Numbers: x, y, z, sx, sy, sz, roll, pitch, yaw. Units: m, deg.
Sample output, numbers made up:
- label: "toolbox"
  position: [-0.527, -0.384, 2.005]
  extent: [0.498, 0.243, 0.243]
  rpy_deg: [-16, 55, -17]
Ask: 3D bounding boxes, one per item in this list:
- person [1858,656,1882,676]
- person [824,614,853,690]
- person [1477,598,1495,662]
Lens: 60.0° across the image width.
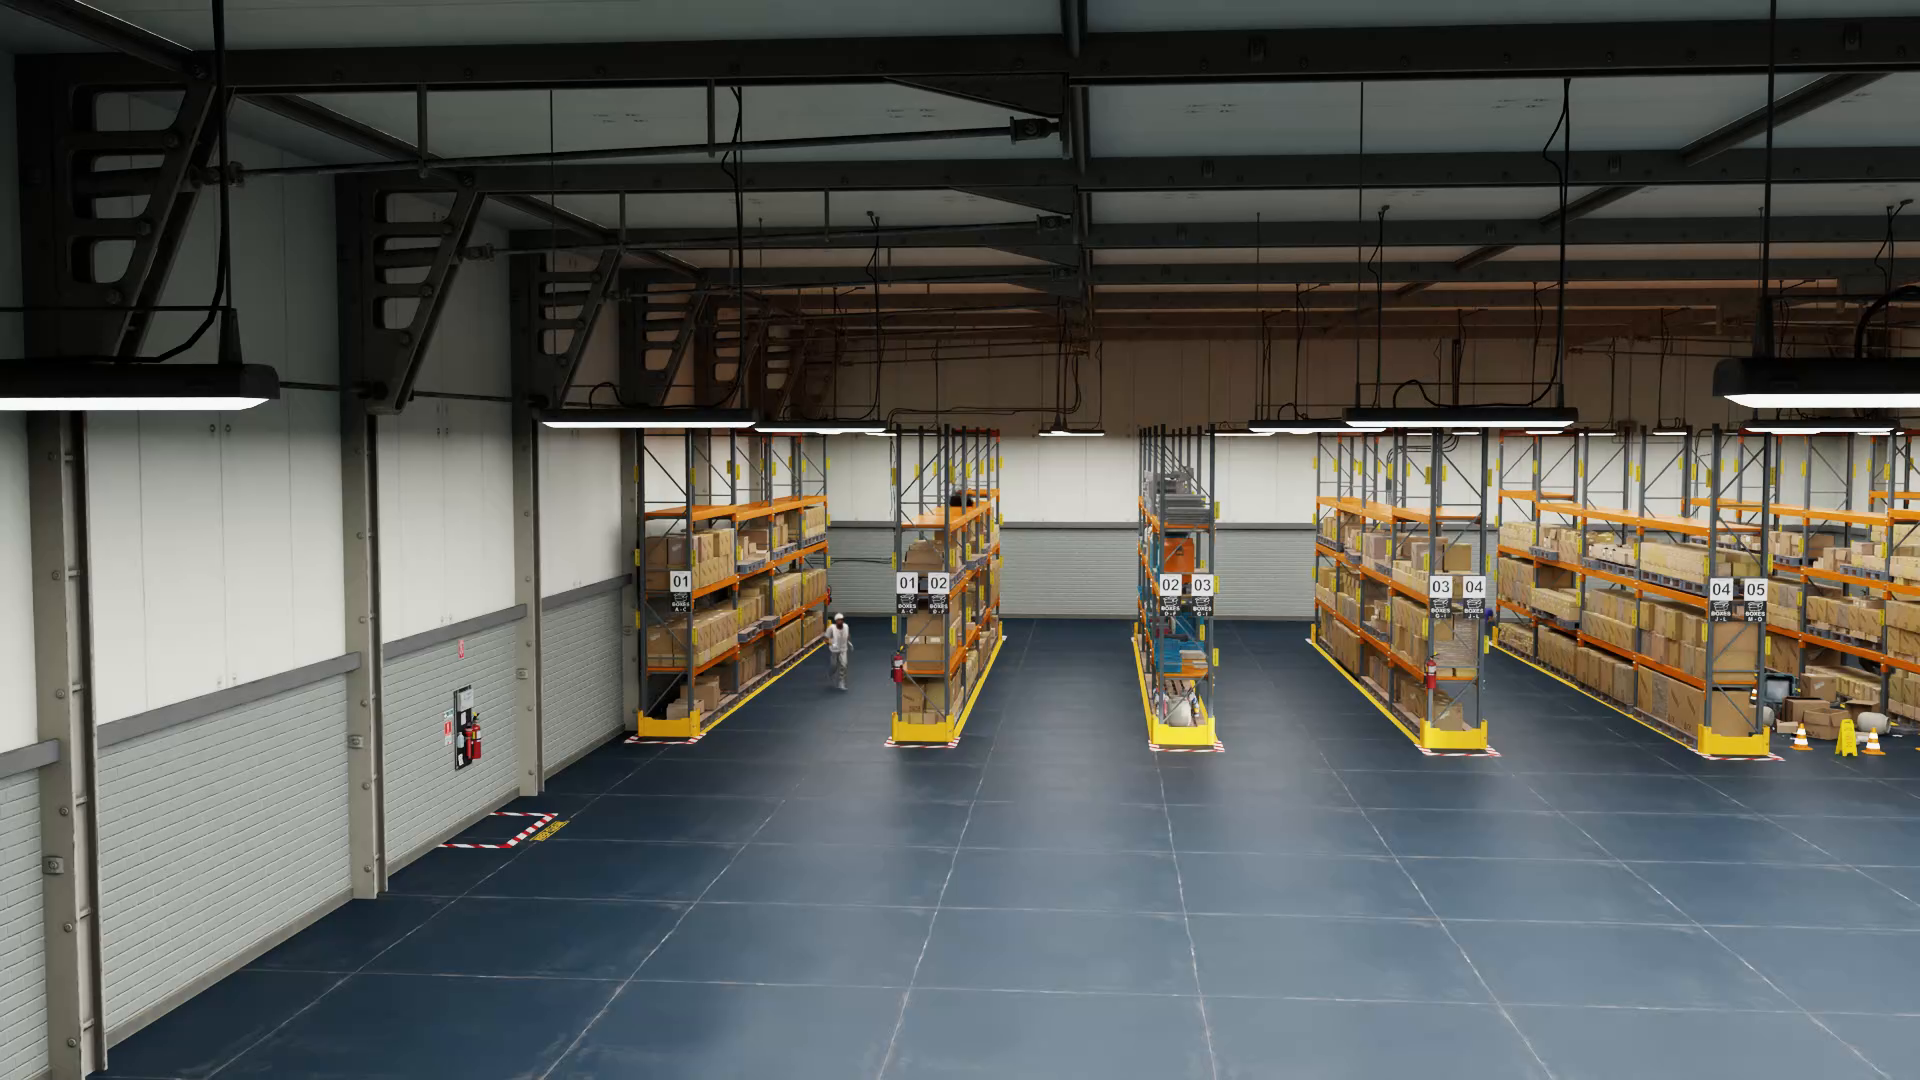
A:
- label: "person"
  position: [21.753, 2.530, 39.637]
  extent: [0.728, 1.589, 0.968]
  rpy_deg: [-1, 4, -17]
- label: "person"
  position: [-2.812, 2.534, 38.111]
  extent: [0.690, 1.745, 0.902]
  rpy_deg: [-1, 4, -20]
- label: "person"
  position: [13.488, 2.299, 42.882]
  extent: [0.557, 1.690, 0.717]
  rpy_deg: [0, 3, 4]
